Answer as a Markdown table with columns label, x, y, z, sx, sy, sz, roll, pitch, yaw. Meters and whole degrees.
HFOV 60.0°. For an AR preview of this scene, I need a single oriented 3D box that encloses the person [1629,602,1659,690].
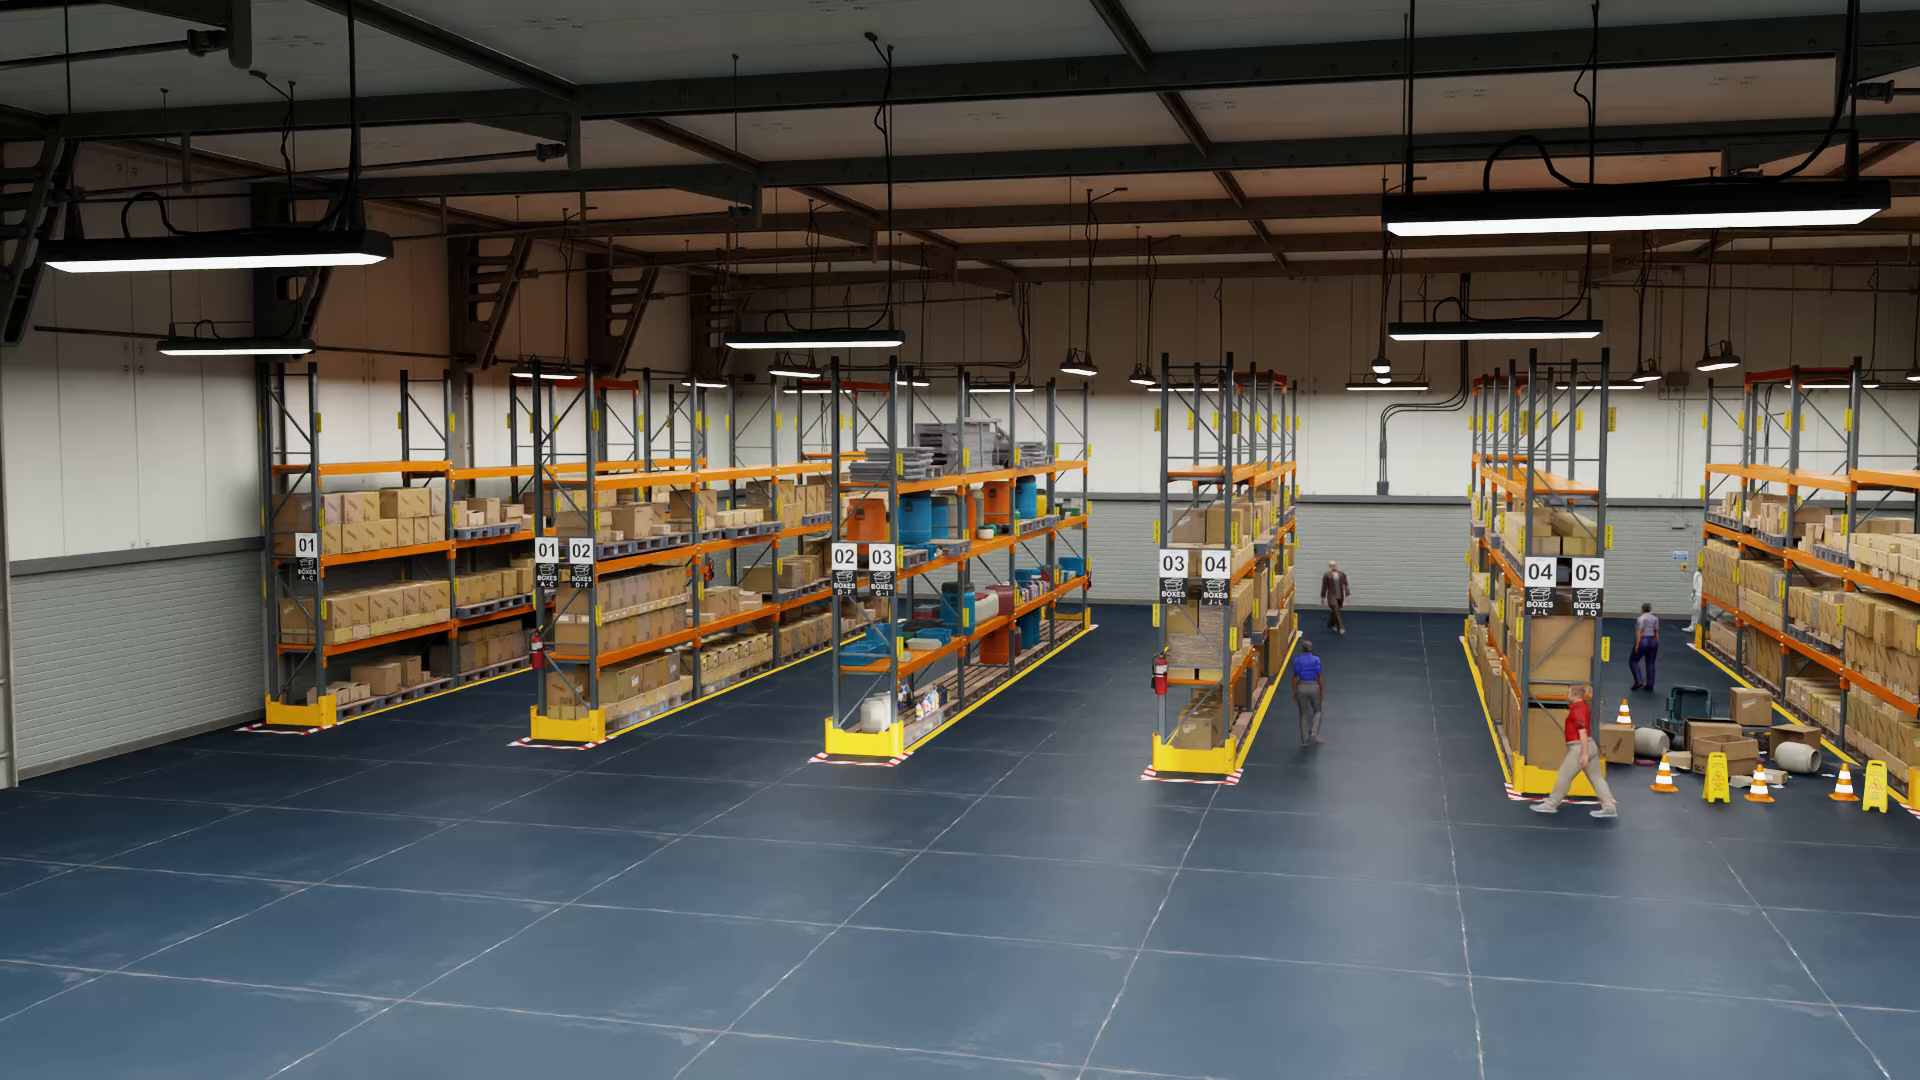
| label | x | y | z | sx | sy | sz | roll | pitch | yaw |
| --- | --- | --- | --- | --- | --- | --- | --- | --- | --- |
| person | 12.863 | 2.010 | 31.219 | 0.530 | 1.669 | 0.392 | -1 | 4 | -14 |

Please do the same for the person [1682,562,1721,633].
| label | x | y | z | sx | sy | sz | roll | pitch | yaw |
| --- | --- | --- | --- | --- | --- | --- | --- | --- | --- |
| person | 17.745 | 1.336 | 39.685 | 1.028 | 1.749 | 0.553 | 0 | 4 | 4 |

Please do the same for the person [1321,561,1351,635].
| label | x | y | z | sx | sy | sz | roll | pitch | yaw |
| --- | --- | --- | --- | --- | --- | --- | --- | --- | --- |
| person | 8.933 | 1.347 | 39.327 | 0.569 | 1.714 | 1.108 | -1 | 4 | -18 |

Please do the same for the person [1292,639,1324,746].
| label | x | y | z | sx | sy | sz | roll | pitch | yaw |
| --- | --- | --- | --- | --- | --- | --- | --- | --- | --- |
| person | 5.386 | 2.370 | 25.707 | 0.513 | 1.651 | 0.471 | 1 | 4 | 16 |

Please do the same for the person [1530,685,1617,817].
| label | x | y | z | sx | sy | sz | roll | pitch | yaw |
| --- | --- | --- | --- | --- | --- | --- | --- | --- | --- |
| person | 7.822 | 2.660 | 21.114 | 1.031 | 1.655 | 0.581 | 3 | 5 | 36 |
